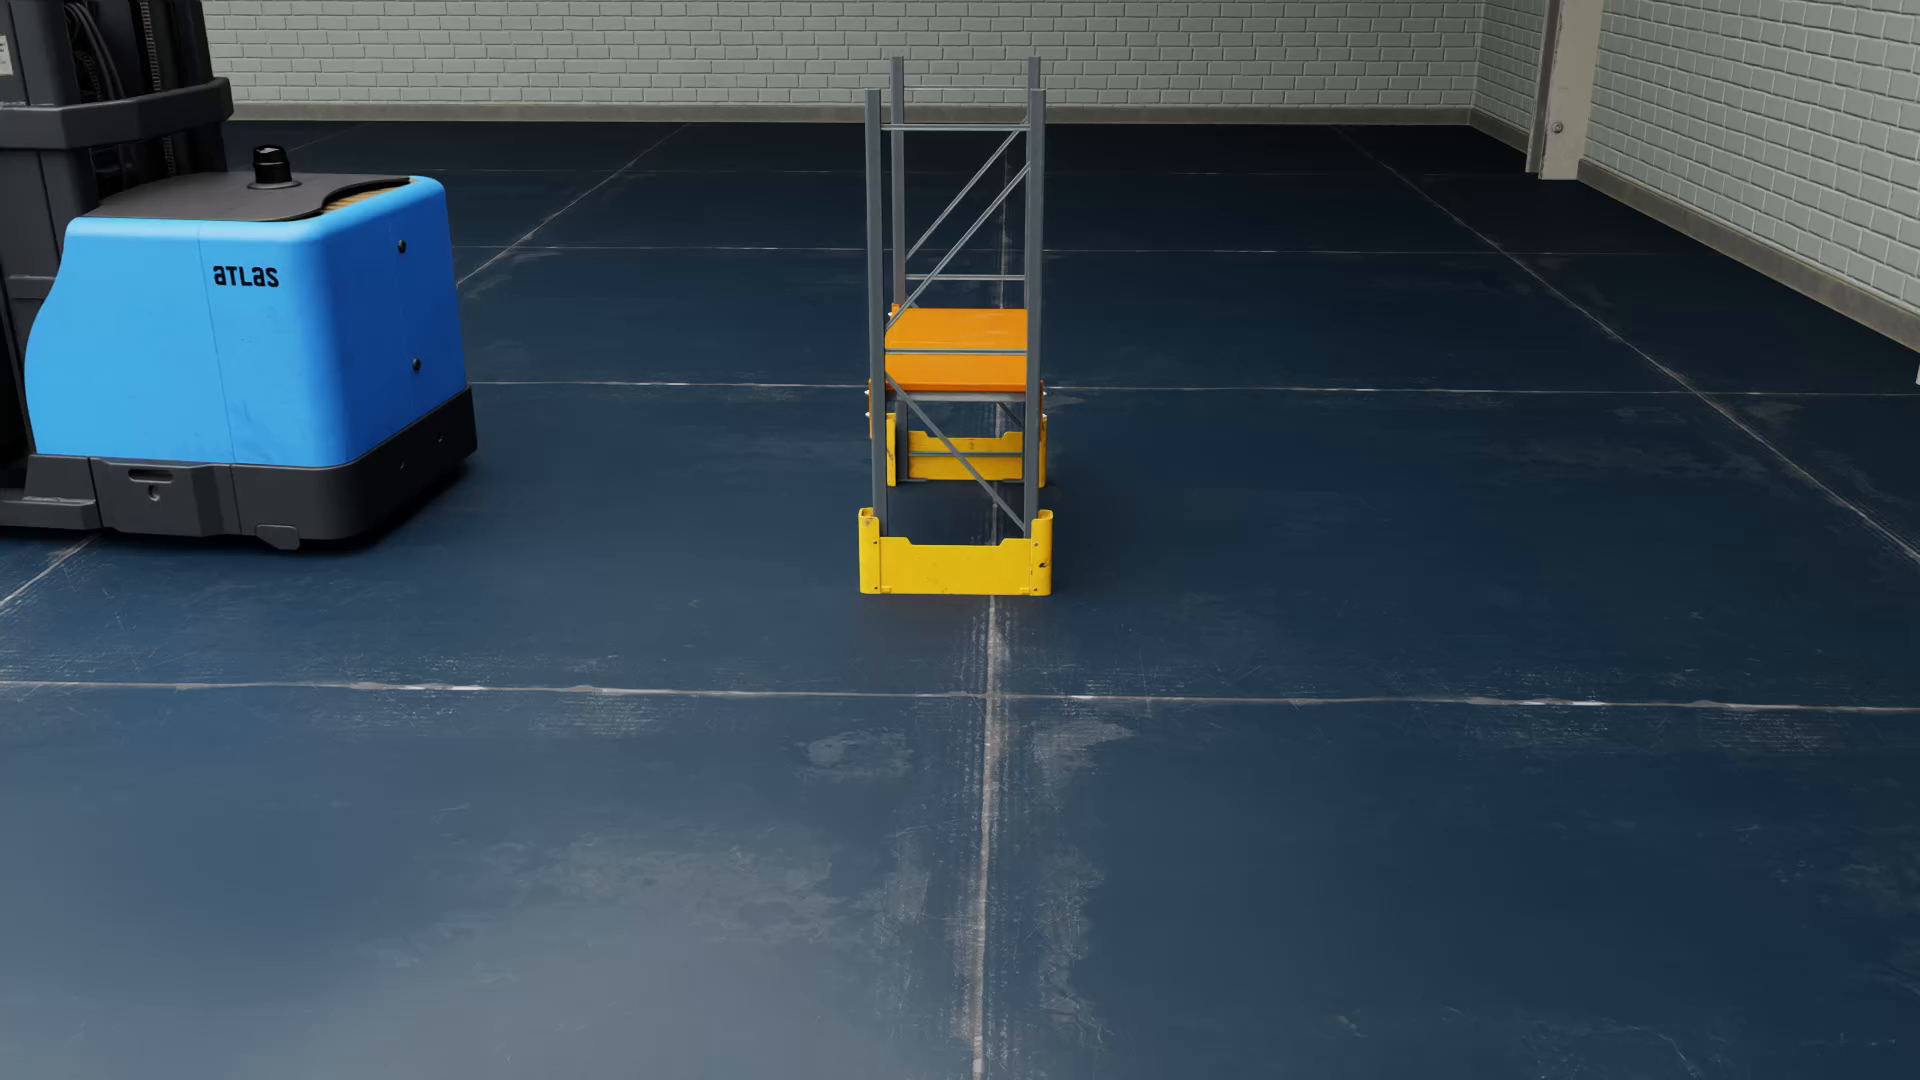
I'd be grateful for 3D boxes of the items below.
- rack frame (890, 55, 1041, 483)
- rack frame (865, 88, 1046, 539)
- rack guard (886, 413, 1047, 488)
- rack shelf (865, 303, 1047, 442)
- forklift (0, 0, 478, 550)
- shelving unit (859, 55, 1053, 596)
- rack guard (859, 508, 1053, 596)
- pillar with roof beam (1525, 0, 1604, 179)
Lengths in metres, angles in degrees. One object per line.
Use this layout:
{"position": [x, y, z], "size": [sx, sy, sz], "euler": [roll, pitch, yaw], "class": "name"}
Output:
{"position": [0.018, -0.914, 5.811], "size": [0.500, 1.500, 0.032], "euler": [1, 21, 2], "class": "rack frame"}
{"position": [-0.013, -0.546, 4.863], "size": [0.500, 1.500, 0.032], "euler": [1, 21, 2], "class": "rack frame"}
{"position": [0.017, -0.324, 6.019], "size": [0.587, 0.250, 0.087], "euler": [1, 21, 2], "class": "rack guard"}
{"position": [0.003, -0.562, 5.402], "size": [0.538, 0.185, 1.000], "euler": [1, 21, 2], "class": "rack shelf"}
{"position": [-3.362, -1.562, 5.503], "size": [3.031, 2.935, 1.130], "euler": [3, 21, 8], "class": "forklift"}
{"position": [0.002, -0.727, 5.329], "size": [0.587, 1.500, 1.083], "euler": [1, 21, 2], "class": "shelving unit"}
{"position": [-0.013, 0.036, 5.091], "size": [0.587, 0.250, 0.087], "euler": [1, 21, 2], "class": "rack guard"}
{"position": [0.231, -7.033, 11.216], "size": [9.100, 9.000, 0.400], "euler": [1, 21, 2], "class": "pillar with roof beam"}
